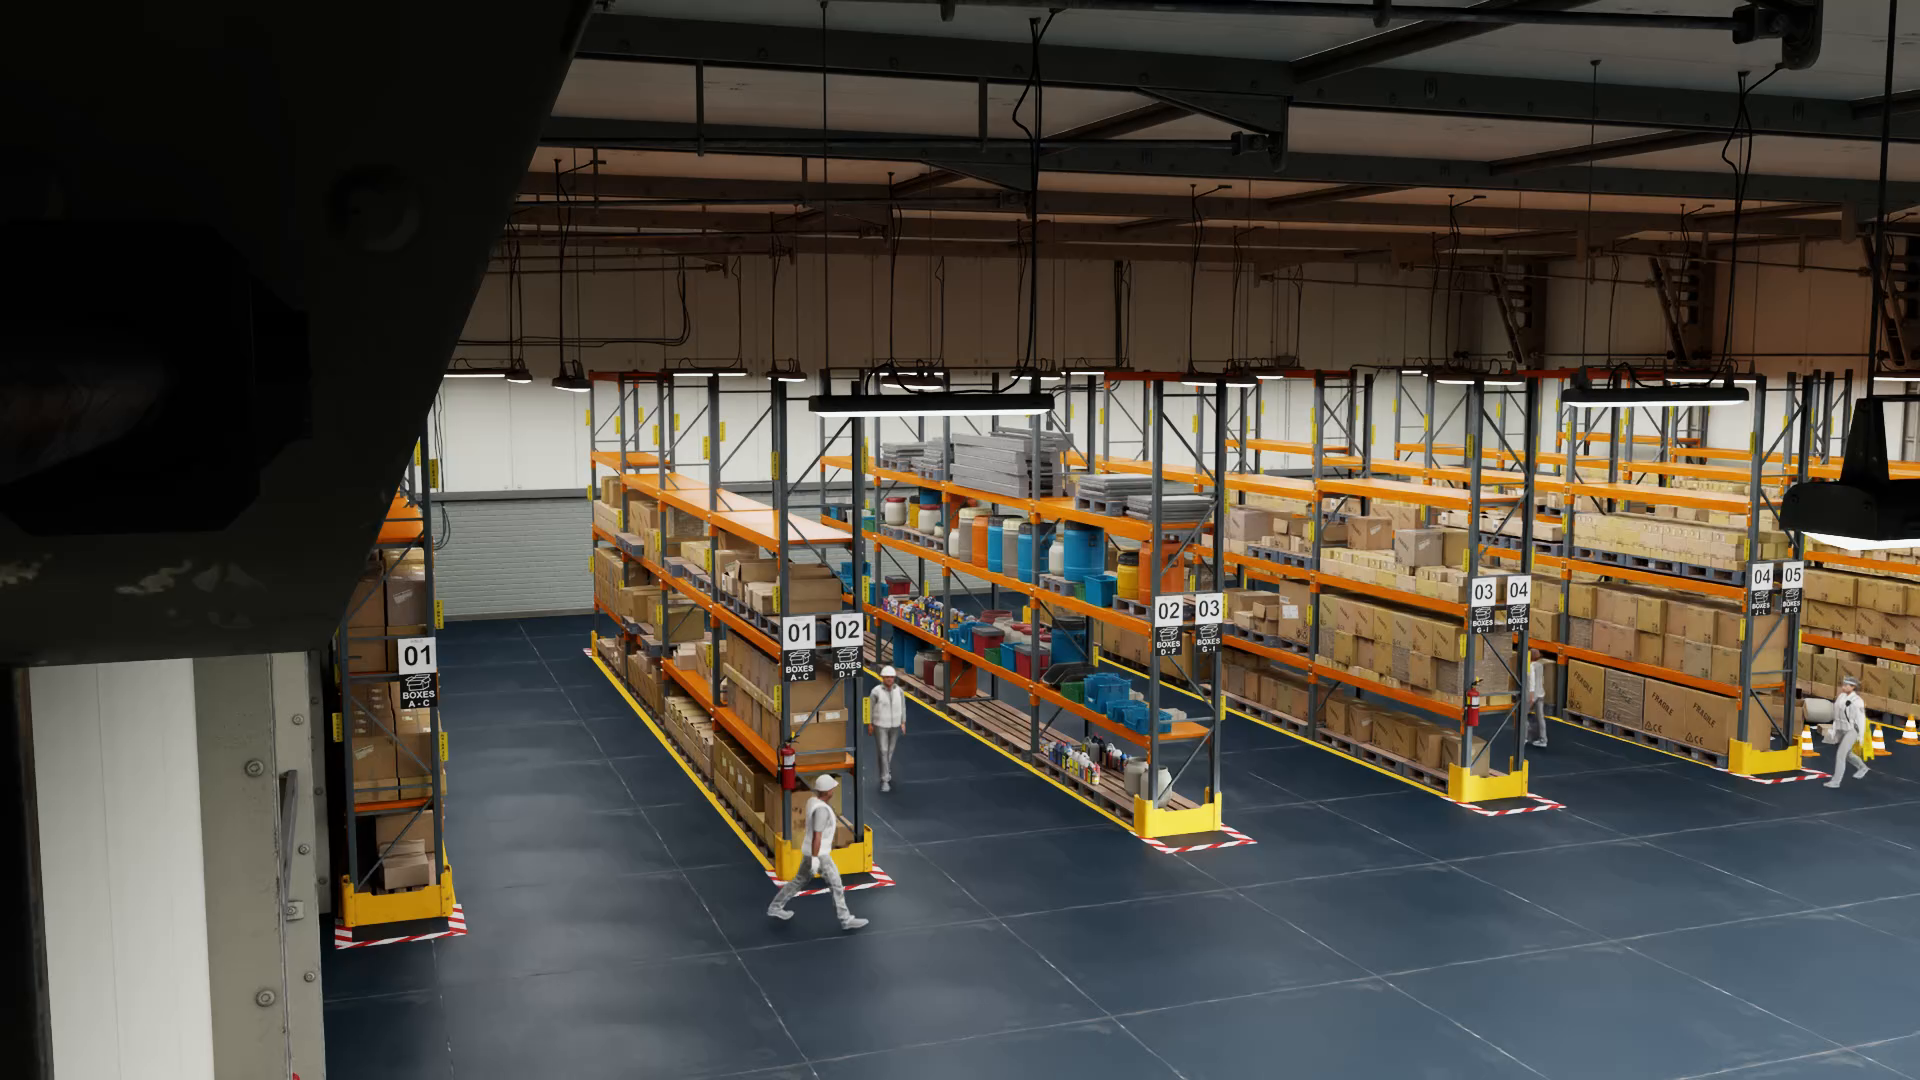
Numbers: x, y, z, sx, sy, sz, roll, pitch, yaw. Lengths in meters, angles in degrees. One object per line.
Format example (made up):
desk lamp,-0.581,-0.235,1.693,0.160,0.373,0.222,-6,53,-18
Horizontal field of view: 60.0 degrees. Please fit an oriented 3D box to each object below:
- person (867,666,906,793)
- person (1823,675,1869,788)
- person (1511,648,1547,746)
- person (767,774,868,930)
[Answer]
person,-1.057,2.741,24.464,0.558,1.793,0.809,-3,7,-28
person,13.051,2.786,24.368,0.970,1.641,0.486,-2,7,-19
person,9.311,2.567,26.917,0.413,1.618,0.621,-3,7,-25
person,-1.581,3.435,18.360,1.136,1.727,0.581,0,6,-2
